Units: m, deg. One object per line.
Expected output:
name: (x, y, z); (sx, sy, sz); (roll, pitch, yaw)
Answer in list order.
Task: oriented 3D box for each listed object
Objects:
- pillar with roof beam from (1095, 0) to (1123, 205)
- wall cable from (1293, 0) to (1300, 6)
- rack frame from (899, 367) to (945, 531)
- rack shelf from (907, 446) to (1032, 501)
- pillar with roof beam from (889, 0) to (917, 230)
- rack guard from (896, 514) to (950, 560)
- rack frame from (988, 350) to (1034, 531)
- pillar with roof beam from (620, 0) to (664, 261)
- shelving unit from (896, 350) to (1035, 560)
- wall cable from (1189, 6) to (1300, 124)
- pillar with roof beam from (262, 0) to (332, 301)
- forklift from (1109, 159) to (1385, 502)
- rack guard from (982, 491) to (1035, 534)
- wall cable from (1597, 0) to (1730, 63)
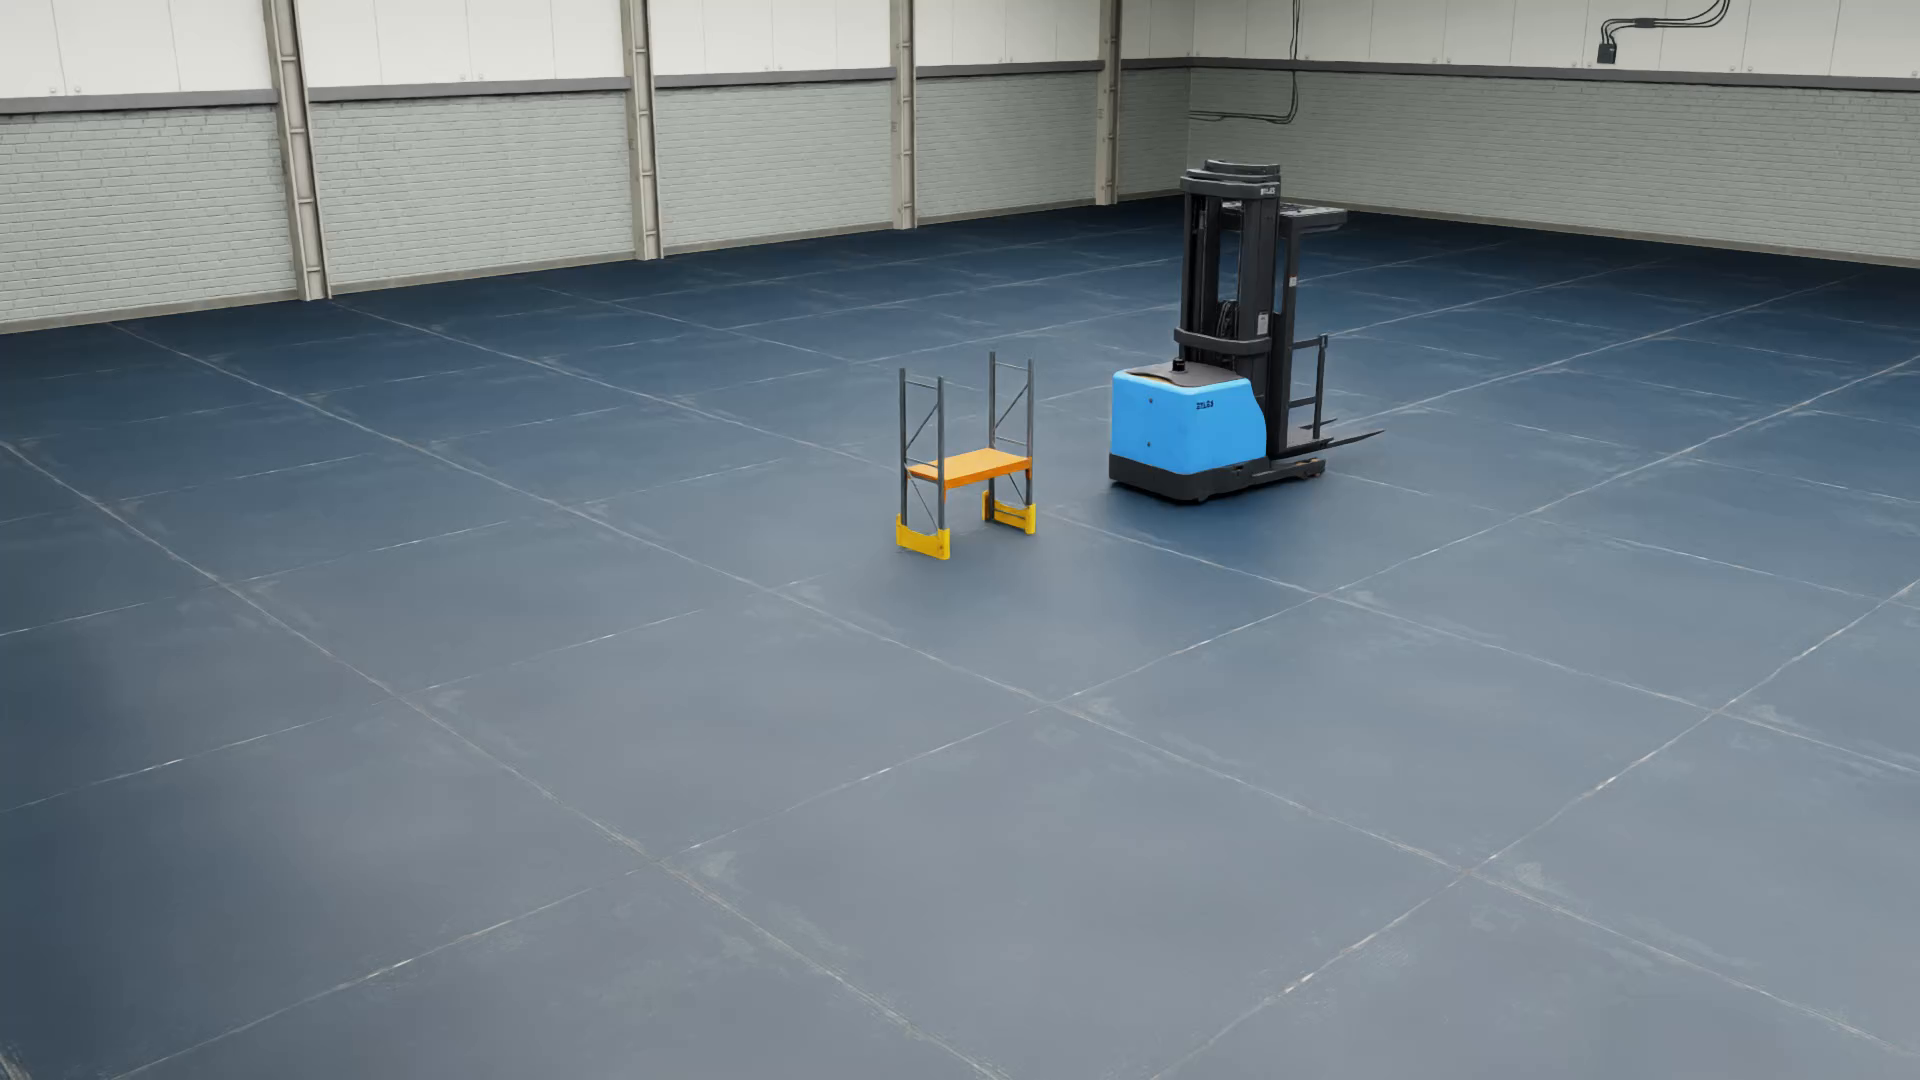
pillar with roof beam: (6.213, -10.811, 32.737); (0.400, 9.000, 9.100); (-16, 24, -41)
wall cable: (8.163, -12.422, 34.554); (0.112, 2.526, 3.097); (-16, 24, -41)
rack frame: (-0.307, -0.624, 13.477); (0.032, 1.500, 0.500); (-16, 24, -41)
rack shelf: (0.062, -0.560, 13.865); (1.000, 0.185, 0.538); (-16, 24, -41)
pillar with roof beam: (1.853, -9.539, 28.816); (0.400, 9.000, 9.100); (-16, 24, -41)
rack guard: (-0.306, -0.030, 13.670); (0.087, 0.250, 0.587); (-16, 24, -41)
rack frame: (0.431, -0.839, 14.141); (0.032, 1.500, 0.500); (-16, 24, -41)
pillar with roof beam: (-2.506, -8.268, 24.894); (0.400, 9.000, 9.100); (-16, 24, -41)
shelving unit: (0.055, -0.730, 13.803); (1.083, 1.500, 0.587); (-16, 24, -41)
wall cable: (6.305, -10.626, 37.203); (0.112, 2.526, 3.097); (-16, 24, -41)
pillar with roof beam: (-6.866, -6.996, 20.973); (0.400, 9.000, 9.100); (-16, 24, -41)
forklift: (2.866, -2.082, 15.653); (3.031, 2.935, 1.130); (-13, 22, -36)
rack guard: (0.417, -0.241, 14.321); (0.087, 0.250, 0.587); (-16, 24, -41)
wall cable: (12.815, -11.590, 29.627); (0.169, 6.003, 2.305); (-16, 24, -41)
